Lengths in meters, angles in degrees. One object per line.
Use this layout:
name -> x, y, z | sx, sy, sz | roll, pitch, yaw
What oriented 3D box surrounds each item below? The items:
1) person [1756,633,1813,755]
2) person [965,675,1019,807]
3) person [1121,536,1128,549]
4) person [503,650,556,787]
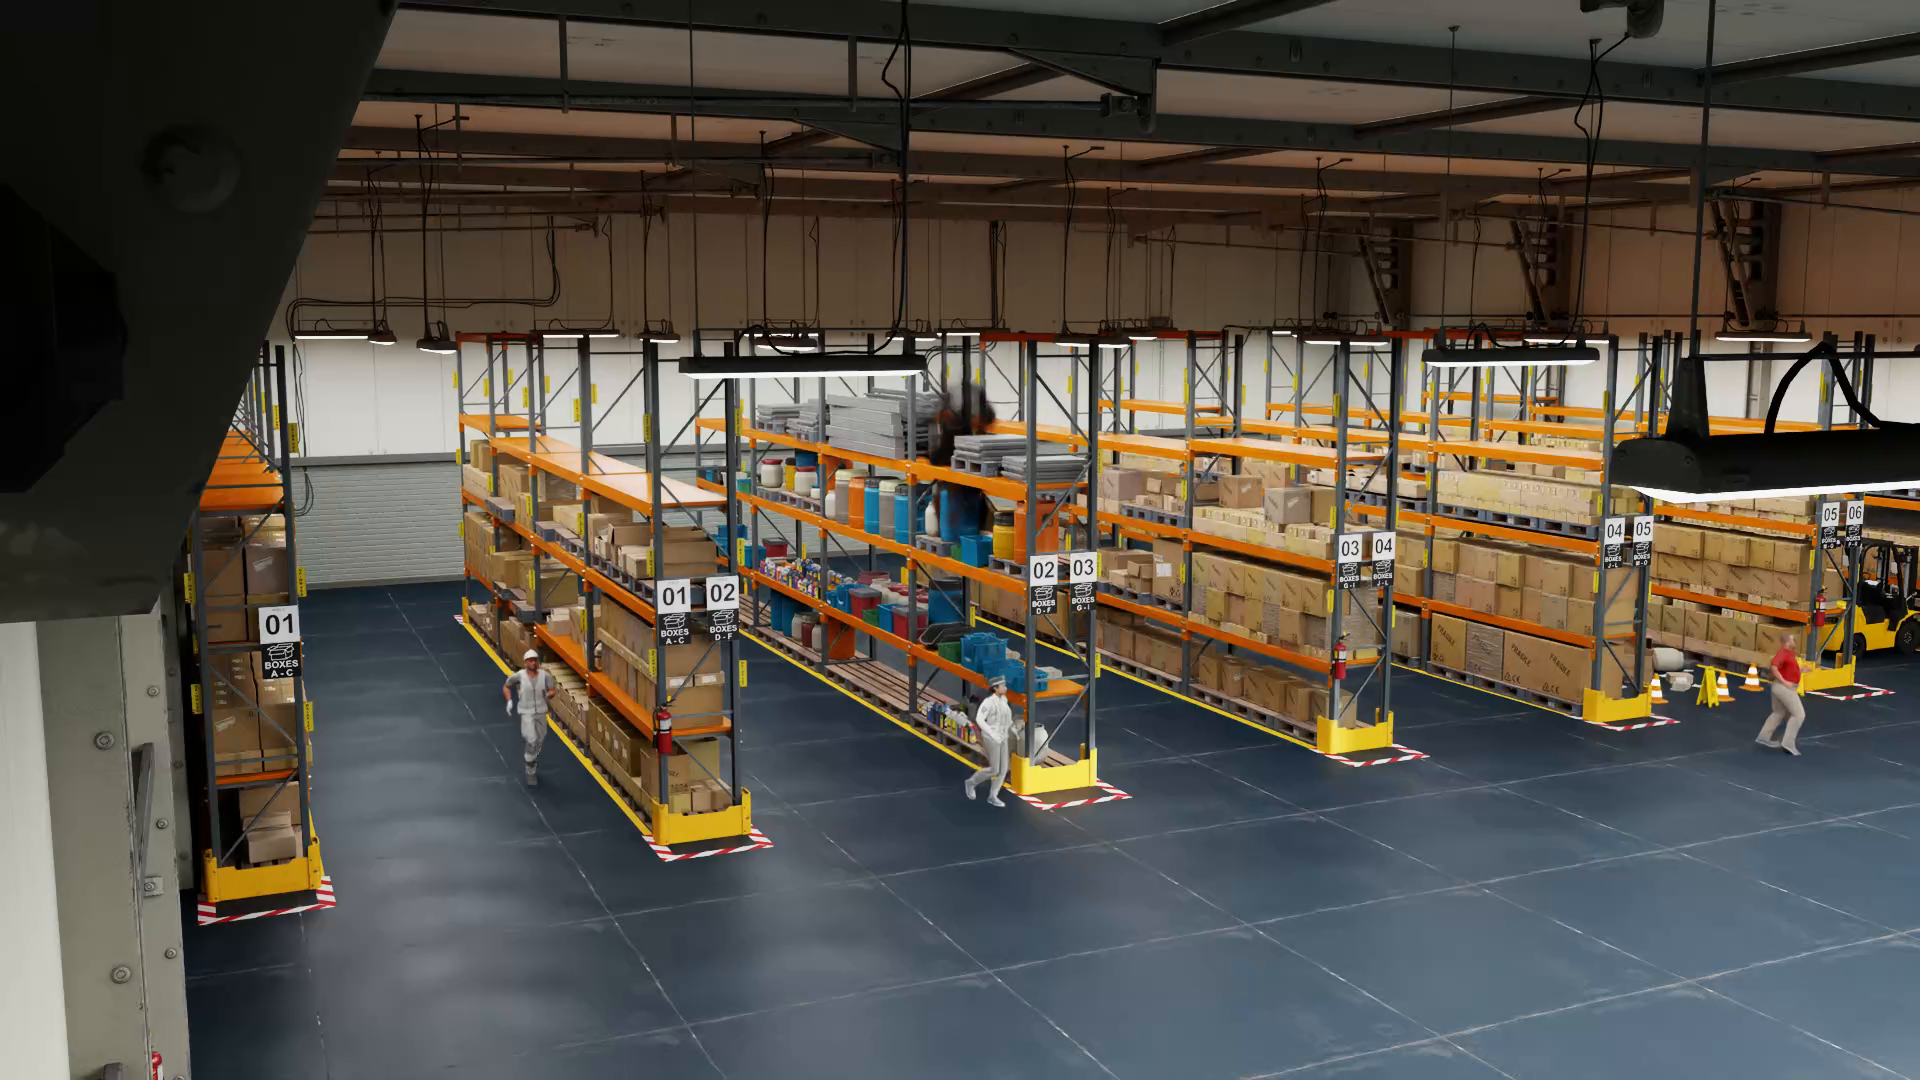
person -> 12.038, 2.248, 24.228 | 0.695, 1.795, 0.652 | 2, 8, 17
person -> 0.458, 2.539, 21.366 | 0.596, 1.638, 0.667 | 6, 10, 36
person -> 4.237, -0.167, 41.935 | 0.699, 1.751, 0.714 | 4, 8, 24
person -> -5.816, 2.405, 22.619 | 0.643, 1.846, 0.774 | -5, 9, -34
